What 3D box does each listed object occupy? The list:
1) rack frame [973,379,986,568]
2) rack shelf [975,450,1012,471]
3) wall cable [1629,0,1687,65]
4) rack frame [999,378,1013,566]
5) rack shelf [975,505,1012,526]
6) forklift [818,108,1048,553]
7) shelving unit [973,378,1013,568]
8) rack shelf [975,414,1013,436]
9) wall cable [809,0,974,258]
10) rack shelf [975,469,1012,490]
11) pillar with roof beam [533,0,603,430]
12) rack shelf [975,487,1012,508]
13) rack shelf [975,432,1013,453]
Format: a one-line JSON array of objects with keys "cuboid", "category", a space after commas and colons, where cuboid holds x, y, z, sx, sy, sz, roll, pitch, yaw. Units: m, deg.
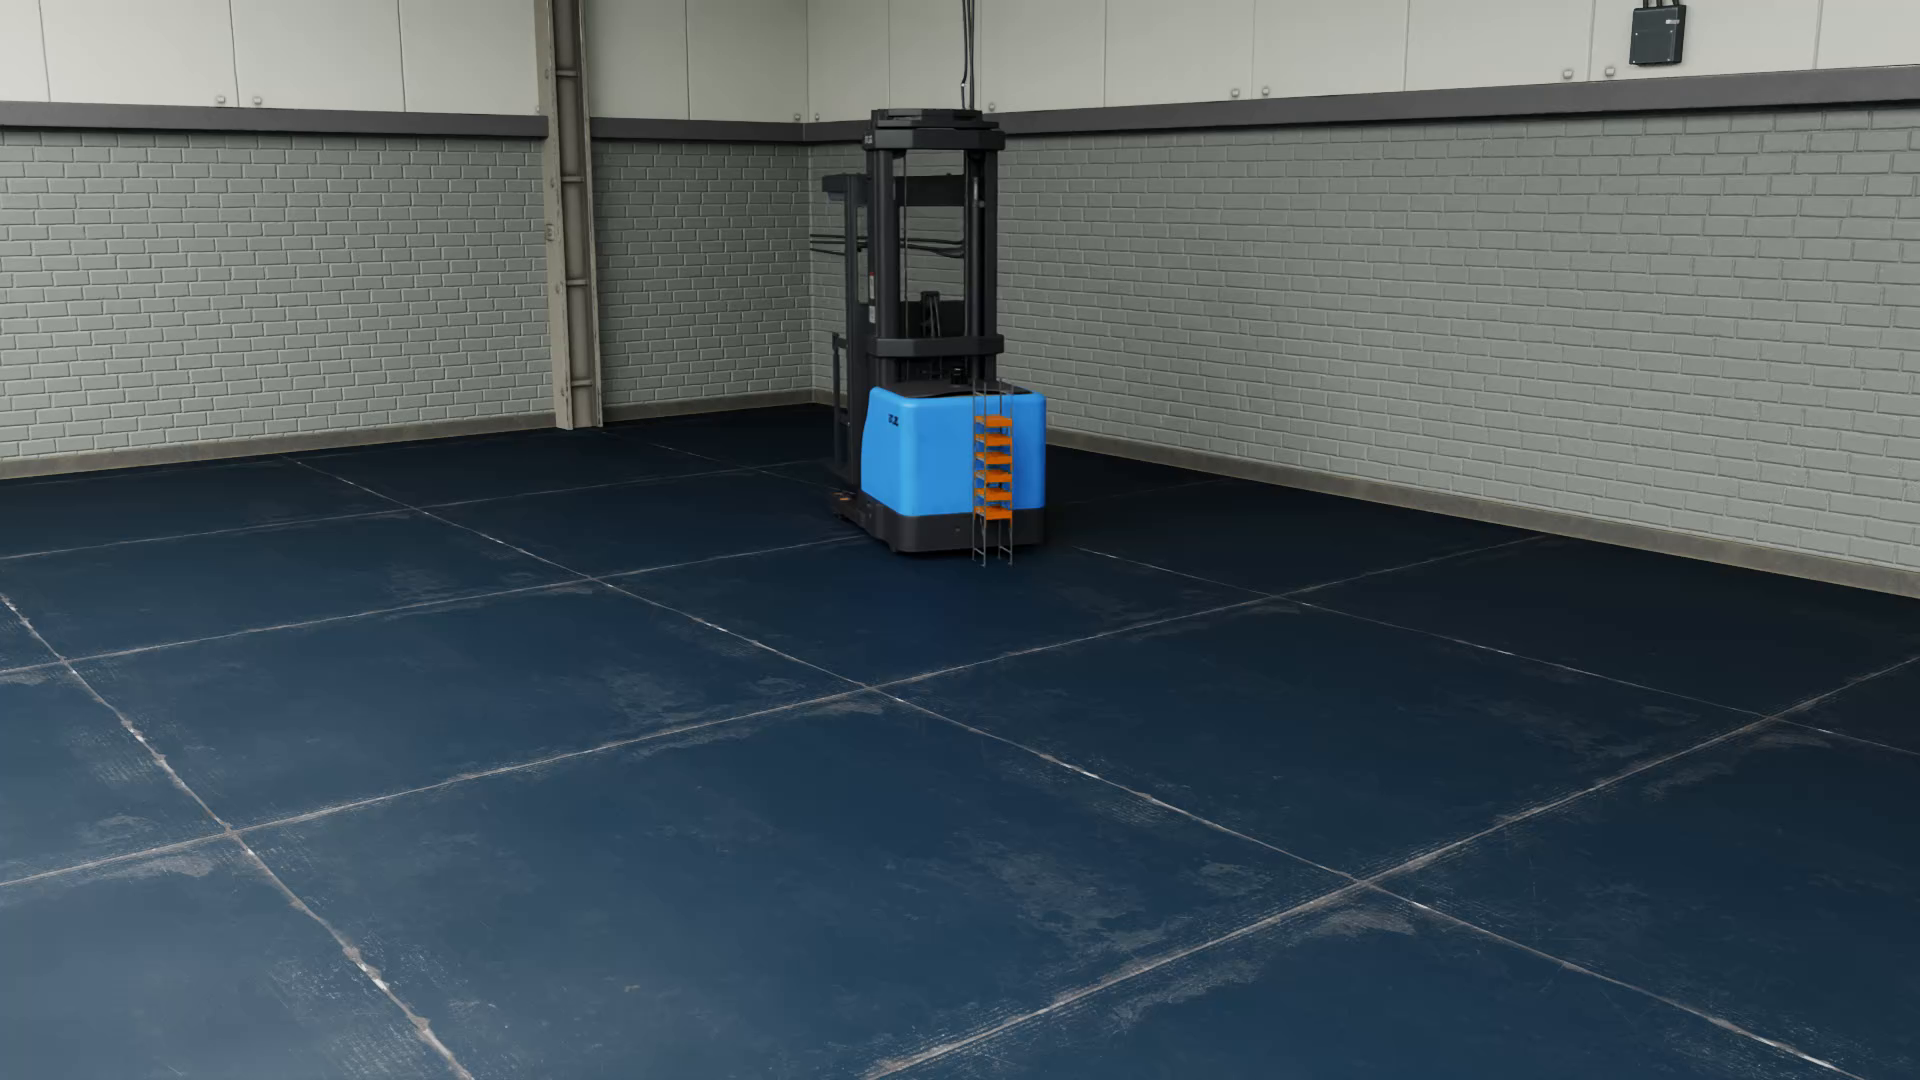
[{"cuboid": [0.125, -0.431, 10.771, 0.006, 1.200, 0.240, -4, 13, -18], "category": "rack frame"}, {"cuboid": [0.212, -0.511, 10.784, 0.180, 0.103, 0.258, -4, 13, -18], "category": "rack shelf"}, {"cuboid": [5.120, -5.863, 9.386, 0.169, 6.003, 2.305, -9, 15, -38], "category": "wall cable"}, {"cuboid": [0.299, -0.444, 10.828, 0.006, 1.200, 0.240, -4, 13, -18], "category": "rack frame"}, {"cuboid": [0.212, -0.159, 10.859, 0.180, 0.103, 0.258, -4, 13, -18], "category": "rack shelf"}, {"cuboid": [-0.361, -1.609, 12.148, 1.130, 2.935, 3.031, -4, 13, -18], "category": "forklift"}, {"cuboid": [0.212, -0.437, 10.800, 0.189, 1.200, 0.258, -4, 13, -18], "category": "shelving unit"}, {"cuboid": [0.212, -0.746, 10.734, 0.180, 0.103, 0.258, -4, 13, -18], "category": "rack shelf"}, {"cuboid": [-0.798, -4.222, 17.323, 0.112, 2.526, 3.097, -9, 15, -38], "category": "wall cable"}, {"cuboid": [0.212, -0.394, 10.809, 0.180, 0.103, 0.258, -4, 13, -18], "category": "rack shelf"}, {"cuboid": [-1.235, -4.875, 12.922, 0.400, 9.000, 9.100, -9, 15, -38], "category": "pillar with roof beam"}, {"cuboid": [0.212, -0.277, 10.834, 0.180, 0.103, 0.258, -4, 13, -18], "category": "rack shelf"}, {"cuboid": [0.212, -0.629, 10.759, 0.180, 0.103, 0.258, -4, 13, -18], "category": "rack shelf"}]
